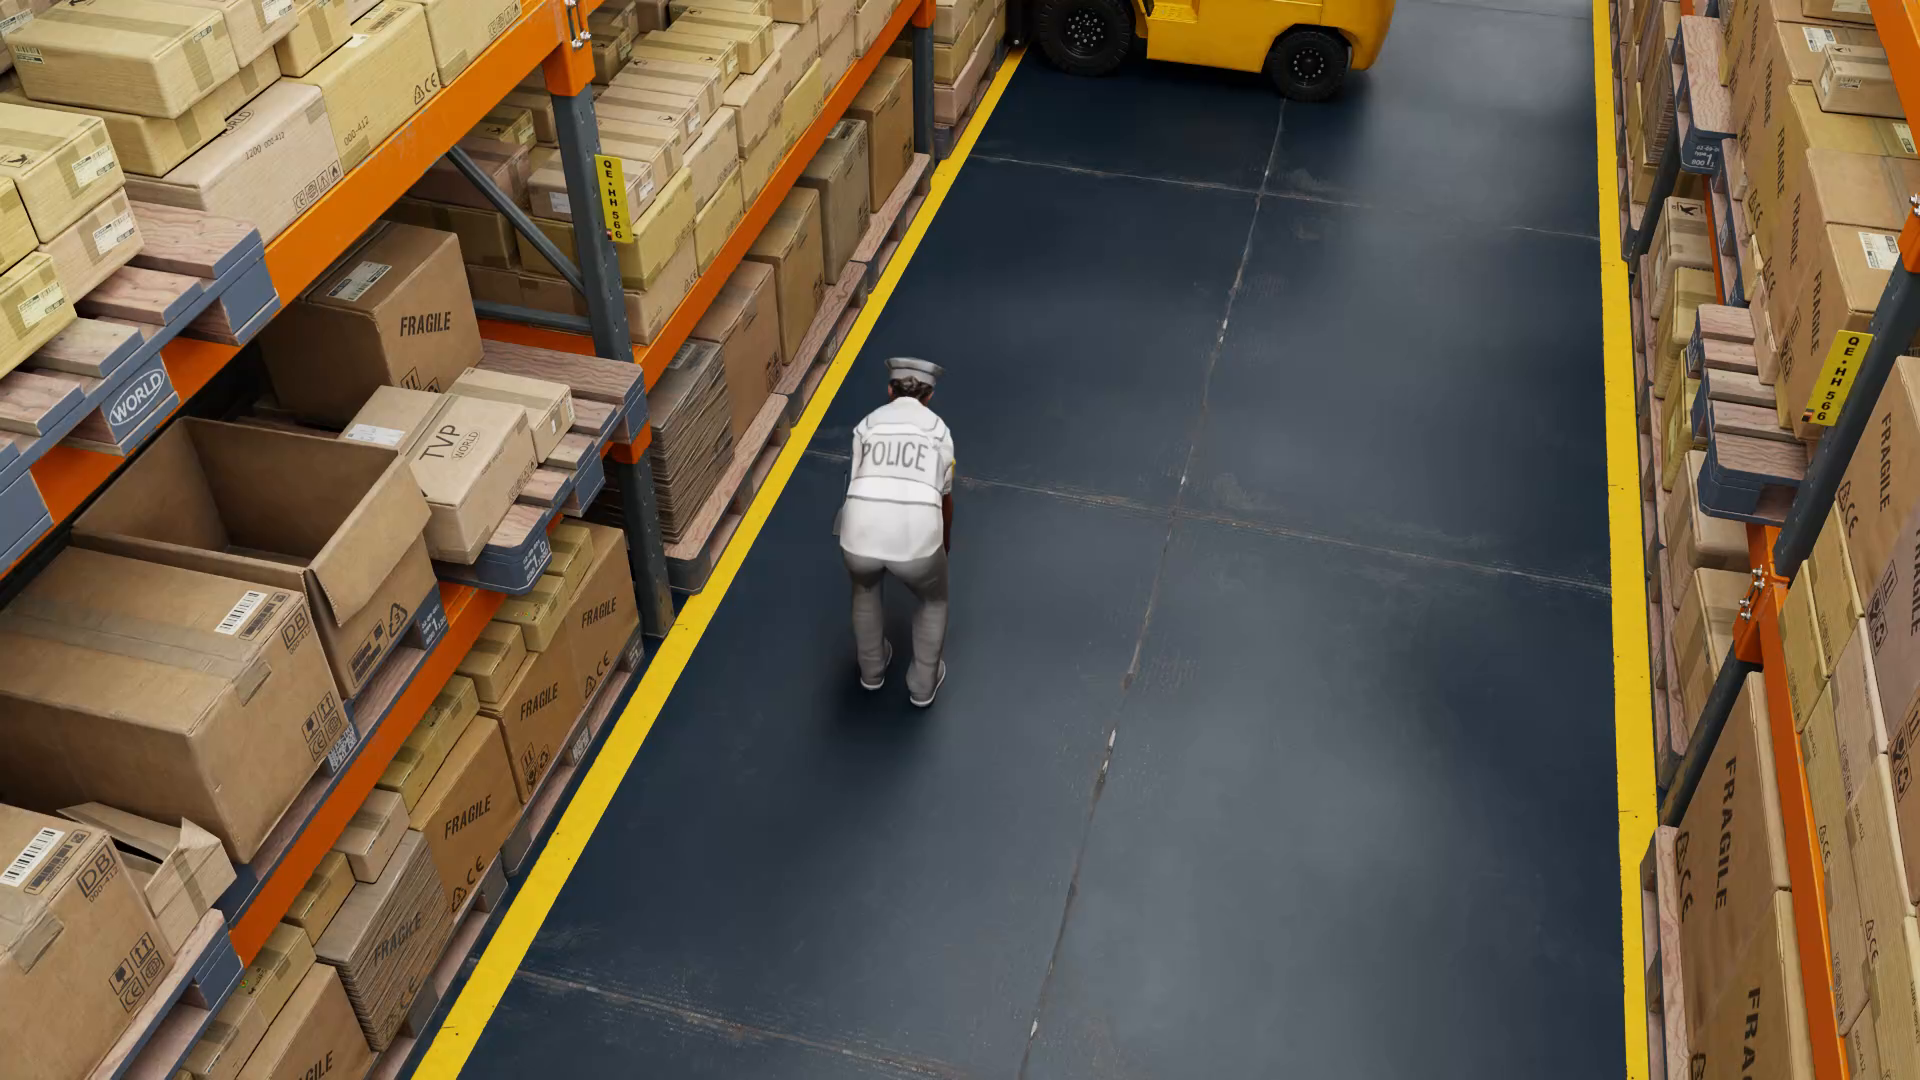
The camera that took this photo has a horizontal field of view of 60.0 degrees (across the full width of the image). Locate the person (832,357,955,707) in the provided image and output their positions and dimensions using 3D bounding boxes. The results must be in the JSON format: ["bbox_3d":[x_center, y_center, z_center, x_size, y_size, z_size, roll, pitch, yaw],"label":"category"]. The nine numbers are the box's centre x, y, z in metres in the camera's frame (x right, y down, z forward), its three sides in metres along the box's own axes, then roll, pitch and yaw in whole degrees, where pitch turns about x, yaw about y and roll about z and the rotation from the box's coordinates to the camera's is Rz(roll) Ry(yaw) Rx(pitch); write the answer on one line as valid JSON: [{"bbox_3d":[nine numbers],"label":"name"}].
[{"bbox_3d":[-0.221,-0.036,6.527,0.416,1.238,0.920,5,42,6],"label":"person"}]
